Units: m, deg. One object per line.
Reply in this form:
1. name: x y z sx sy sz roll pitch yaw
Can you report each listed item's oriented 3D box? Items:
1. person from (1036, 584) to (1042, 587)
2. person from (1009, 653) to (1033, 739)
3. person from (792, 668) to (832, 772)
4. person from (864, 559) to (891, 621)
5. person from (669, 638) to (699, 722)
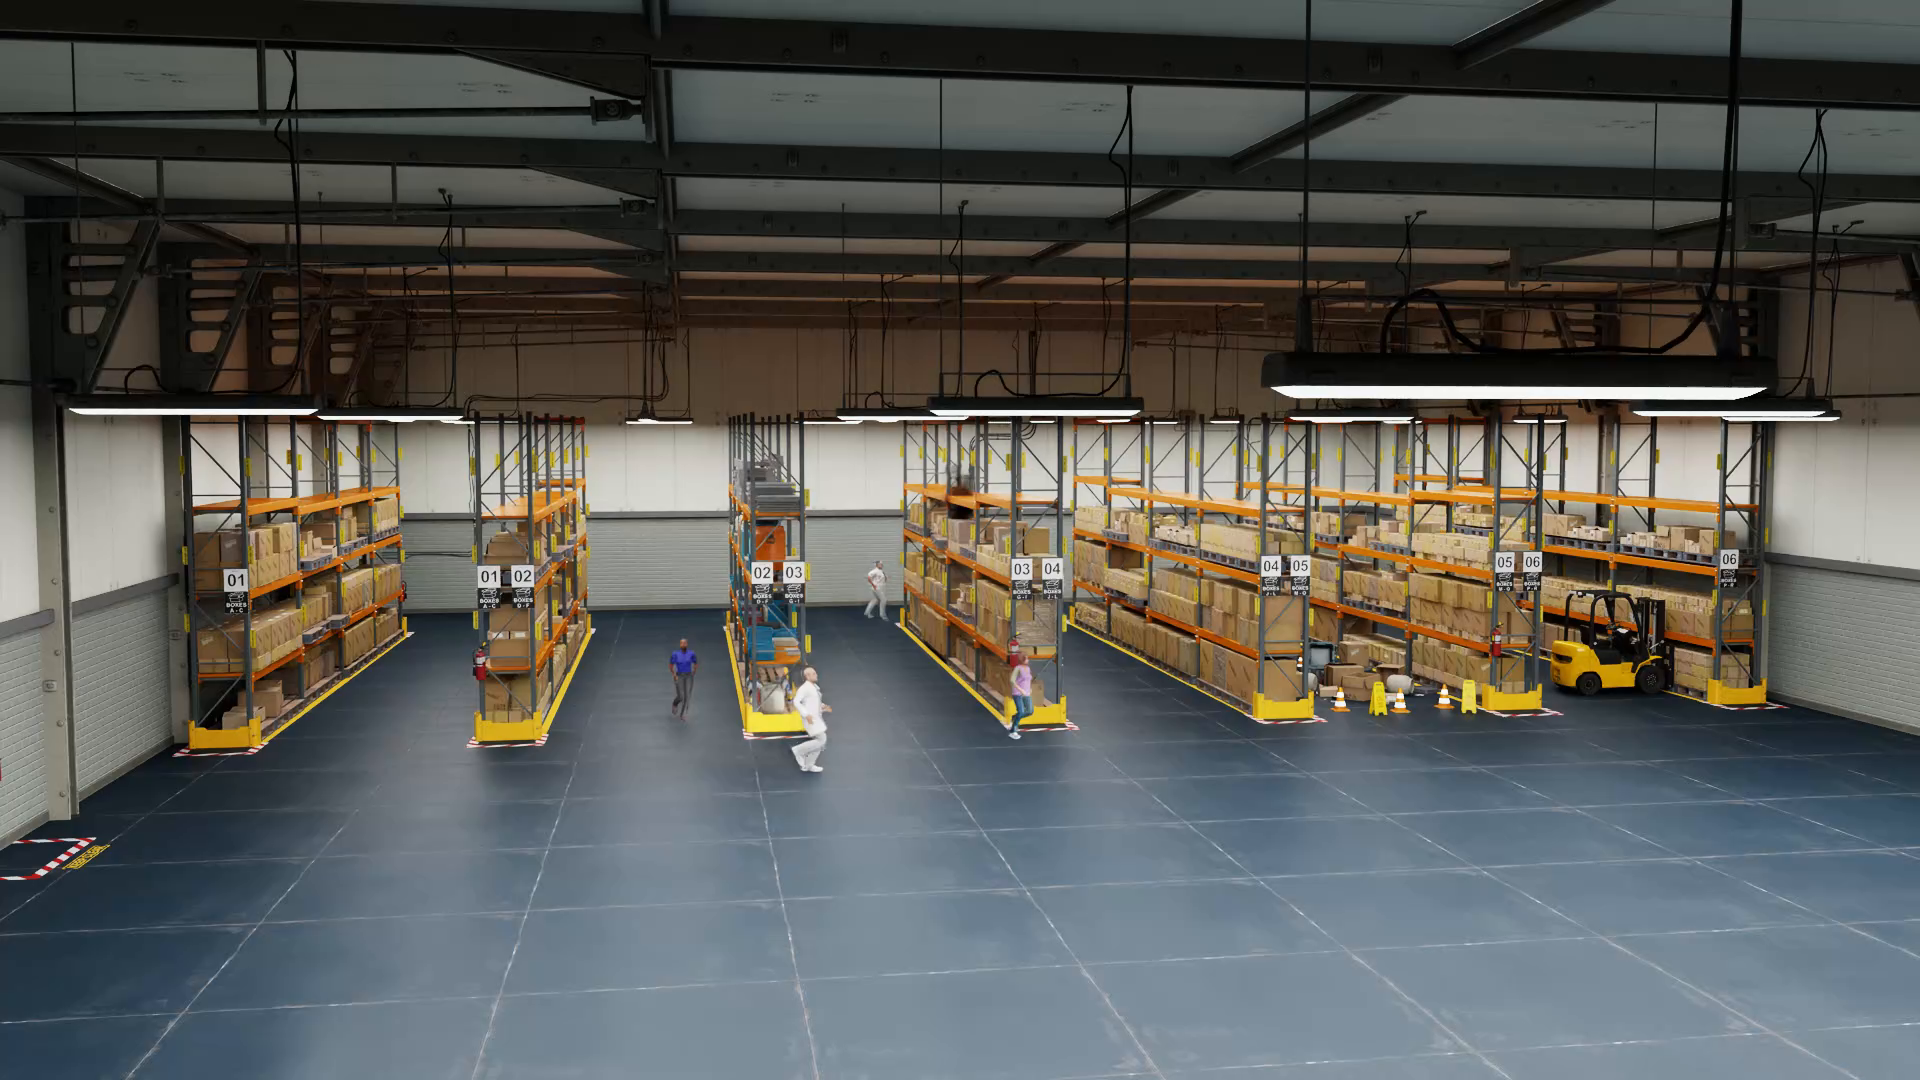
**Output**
1. person: 2.243 1.604 49.123 0.529 1.598 0.737 -4 5 -44
2. person: 1.141 2.864 30.715 0.479 1.542 0.567 3 5 40
3. person: -2.445 2.982 27.587 0.633 1.733 0.707 1 4 11
4. person: -2.466 1.498 49.381 0.811 1.851 0.629 0 4 5
5. person: -5.380 2.722 32.477 0.571 1.616 0.595 -1 4 -18
